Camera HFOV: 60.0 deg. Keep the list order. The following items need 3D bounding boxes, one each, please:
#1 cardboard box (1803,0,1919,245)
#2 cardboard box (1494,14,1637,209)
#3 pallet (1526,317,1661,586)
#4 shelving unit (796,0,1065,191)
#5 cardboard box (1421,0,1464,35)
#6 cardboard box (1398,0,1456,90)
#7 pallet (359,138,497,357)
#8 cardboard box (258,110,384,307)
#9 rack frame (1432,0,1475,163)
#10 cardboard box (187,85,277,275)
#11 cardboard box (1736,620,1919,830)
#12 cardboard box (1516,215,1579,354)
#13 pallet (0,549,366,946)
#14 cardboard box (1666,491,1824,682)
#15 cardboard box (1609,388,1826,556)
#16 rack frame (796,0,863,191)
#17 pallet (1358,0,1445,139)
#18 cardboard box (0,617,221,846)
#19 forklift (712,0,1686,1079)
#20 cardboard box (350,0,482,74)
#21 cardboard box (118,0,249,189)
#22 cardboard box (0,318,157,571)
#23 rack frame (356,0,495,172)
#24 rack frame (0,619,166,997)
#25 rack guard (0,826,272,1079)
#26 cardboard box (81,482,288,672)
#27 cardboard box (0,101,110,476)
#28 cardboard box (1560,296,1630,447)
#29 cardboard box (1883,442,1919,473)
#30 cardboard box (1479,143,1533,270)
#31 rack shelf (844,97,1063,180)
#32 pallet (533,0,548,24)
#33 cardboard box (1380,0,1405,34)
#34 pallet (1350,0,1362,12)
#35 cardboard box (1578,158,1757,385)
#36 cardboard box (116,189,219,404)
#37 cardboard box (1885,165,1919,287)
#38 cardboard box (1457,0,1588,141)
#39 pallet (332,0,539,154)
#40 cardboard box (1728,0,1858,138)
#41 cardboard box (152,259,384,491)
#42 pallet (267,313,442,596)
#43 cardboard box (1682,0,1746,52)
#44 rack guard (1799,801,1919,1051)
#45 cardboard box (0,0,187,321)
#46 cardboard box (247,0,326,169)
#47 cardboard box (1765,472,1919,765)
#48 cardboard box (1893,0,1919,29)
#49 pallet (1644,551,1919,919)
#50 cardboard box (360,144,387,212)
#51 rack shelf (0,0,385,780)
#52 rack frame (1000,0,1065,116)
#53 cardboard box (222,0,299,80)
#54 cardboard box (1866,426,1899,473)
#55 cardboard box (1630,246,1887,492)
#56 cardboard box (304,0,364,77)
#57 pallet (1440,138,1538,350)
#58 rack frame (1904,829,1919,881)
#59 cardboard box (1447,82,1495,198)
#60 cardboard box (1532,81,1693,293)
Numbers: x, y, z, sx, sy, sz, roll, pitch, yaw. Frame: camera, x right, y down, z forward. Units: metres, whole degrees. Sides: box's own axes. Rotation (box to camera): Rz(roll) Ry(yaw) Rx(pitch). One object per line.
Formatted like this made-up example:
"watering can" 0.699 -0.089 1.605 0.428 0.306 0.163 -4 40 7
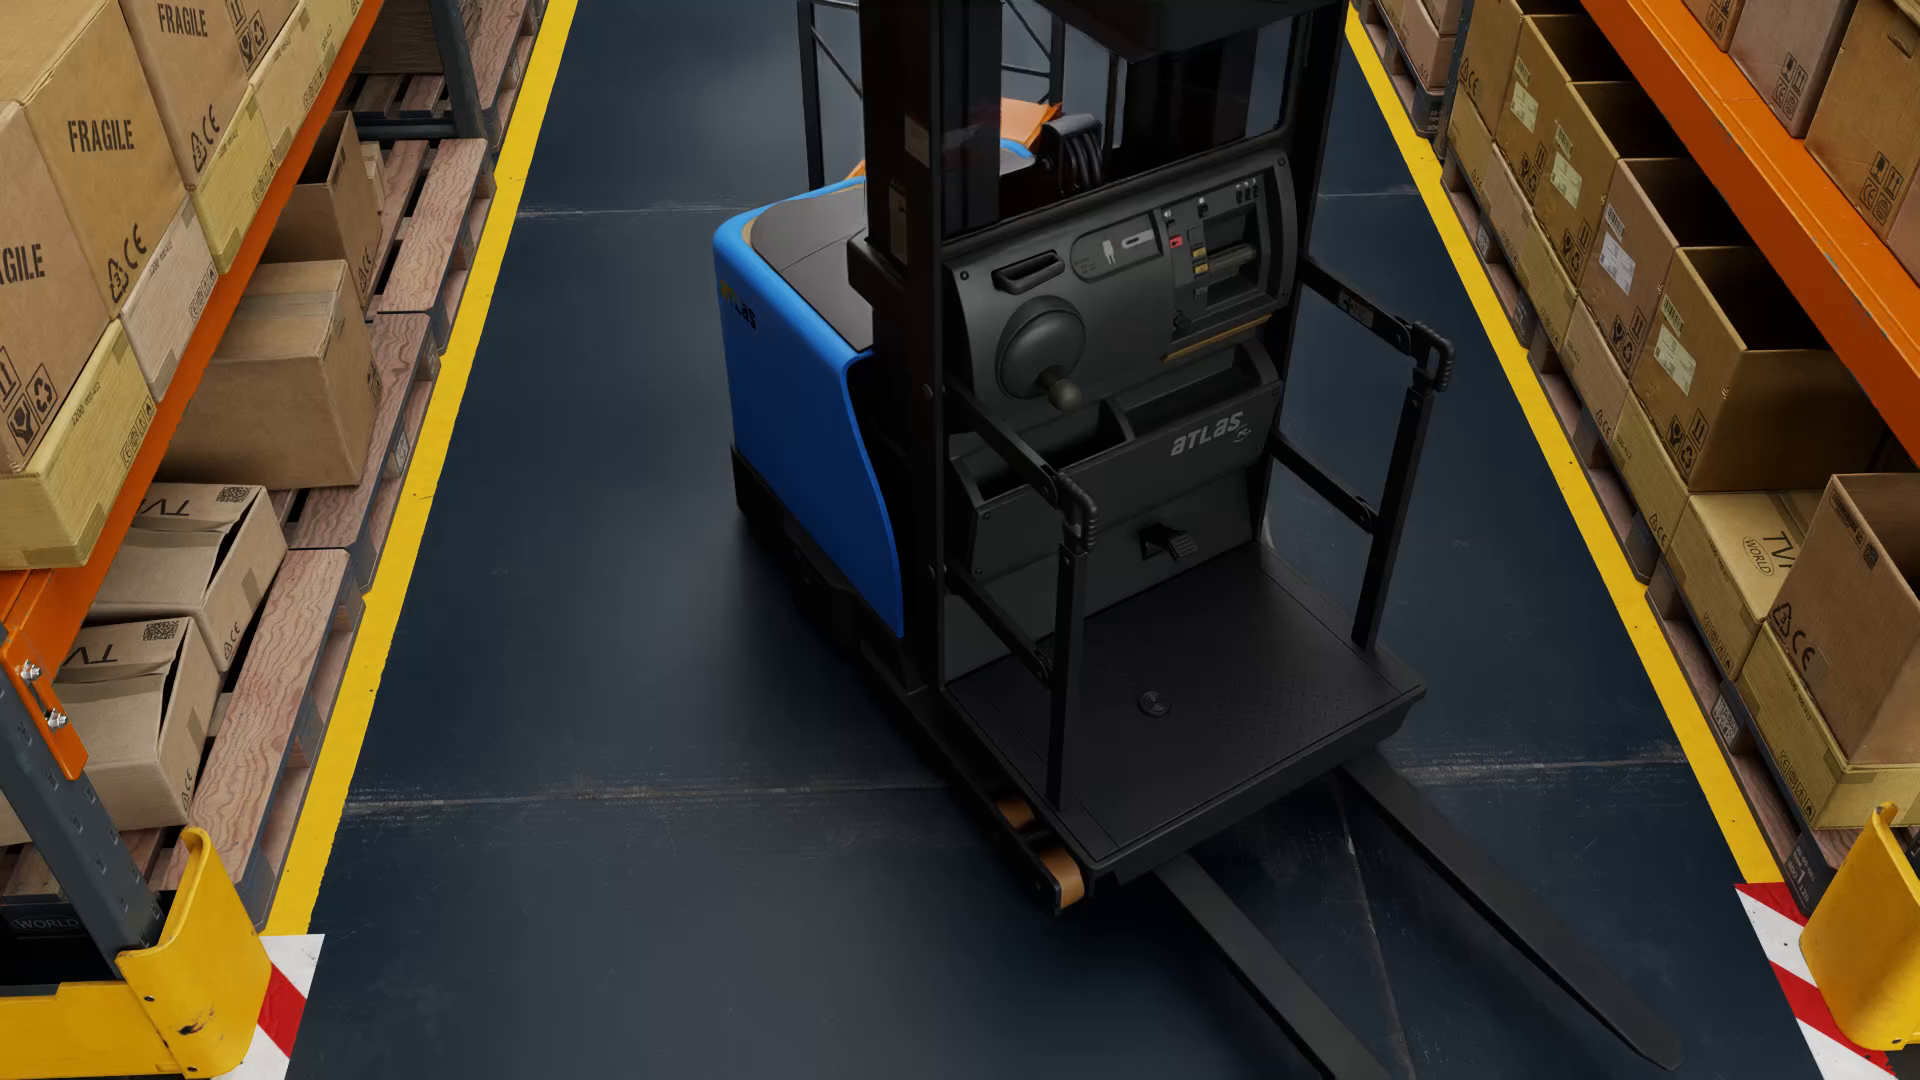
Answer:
"cardboard box" 2.629 -1.088 4.143 0.700 0.500 0.500 -1 43 -2
"cardboard box" 2.245 -1.505 5.841 0.500 0.500 0.500 -2 43 -2
"pallet" 2.556 -0.355 5.481 1.003 0.211 1.213 -2 43 -2
"shelving unit" -0.056 -1.400 5.668 0.587 1.500 1.083 15 45 16
"cardboard box" 2.205 -2.360 6.914 0.500 0.311 0.500 -2 43 -2
"cardboard box" 2.202 -2.159 7.110 0.500 0.250 0.500 -2 43 -2
"pallet" -2.376 -1.122 6.317 1.003 0.211 1.213 -2 43 -2
"cardboard box" -2.356 -1.143 5.802 0.500 0.500 0.500 -5 43 -5
"rack frame" 2.509 -2.747 6.027 1.000 3.000 0.127 -2 43 -2
"cardboard box" -2.026 -0.886 4.093 0.500 0.250 0.500 -2 43 -2
"cardboard box" 2.361 0.459 4.253 0.500 0.250 0.500 -2 43 -2
"cardboard box" 2.258 -0.891 5.726 0.500 0.250 0.500 -2 43 -2
"pallet" -2.273 0.526 4.520 1.003 0.211 1.213 -2 43 -2
"cardboard box" 2.328 0.122 4.621 0.500 0.250 0.500 -2 43 -2
"cardboard box" 2.305 -0.216 4.989 0.500 0.250 0.500 -2 43 -2
"rack frame" -0.249 -1.076 5.314 0.500 1.500 0.032 15 45 16
"pallet" 2.439 -2.215 7.510 1.003 0.211 1.213 -2 43 -2
"cardboard box" -2.210 0.458 4.195 0.500 0.311 0.500 -6 43 -7
"forklift" 0.510 -0.512 3.639 1.130 2.935 3.031 -23 47 -23
"cardboard box" -2.488 -2.339 7.106 0.700 0.500 0.500 0 43 0
"cardboard box" -2.017 -1.144 3.819 0.500 0.500 0.500 -3 43 -3
"cardboard box" -1.974 -0.192 3.336 0.500 0.250 0.500 -3 43 -3
"rack frame" -2.440 -2.602 5.869 1.000 3.000 0.127 -2 43 -2
"rack frame" -2.270 0.098 2.923 1.000 3.000 0.127 -2 43 -2
"rack guard" -2.273 0.969 3.823 1.175 0.500 0.348 -2 43 -2
"cardboard box" -2.234 0.073 4.615 0.500 0.311 0.500 2 43 2
"cardboard box" -1.990 -0.461 3.074 0.500 0.500 0.500 -2 43 -2
"cardboard box" 2.285 -0.553 5.358 0.500 0.250 0.500 -2 43 -2
"cardboard box" 2.855 -0.170 4.384 0.500 0.500 0.500 -2 43 -2
"cardboard box" 2.242 -1.228 6.094 0.500 0.250 0.500 -2 43 -2
"rack shelf" -0.060 -1.262 5.783 0.538 0.185 1.000 15 45 16
"pallet" -2.529 -2.925 8.285 1.003 0.211 1.213 -2 43 -2
"cardboard box" 2.182 -2.501 7.483 0.500 0.250 0.500 -2 43 -2
"pallet" 2.384 -3.041 8.411 1.003 0.211 1.213 -2 43 -2
"cardboard box" 2.282 -0.830 5.104 0.500 0.500 0.500 -2 43 -2
"cardboard box" -2.010 -0.542 3.718 0.500 0.250 0.500 -3 43 -3
"cardboard box" 2.645 -0.753 3.778 0.700 0.500 0.500 -1 43 -1
"cardboard box" 2.216 -1.842 6.209 0.500 0.500 0.500 -2 43 -2
"pallet" -2.475 -2.100 7.384 1.003 0.211 1.213 -2 43 -2
"cardboard box" 2.603 -1.444 4.531 0.700 0.500 0.500 0 43 -1
"cardboard box" -2.215 -0.493 5.093 0.700 0.500 0.500 -4 43 -4
"pallet" -2.321 -0.296 5.417 1.003 0.211 1.213 -2 43 -2
"cardboard box" 2.580 -1.789 4.908 0.700 0.500 0.500 -1 43 -1
"rack guard" 2.680 0.891 3.907 1.175 0.500 0.348 -2 43 -2
"cardboard box" -2.001 -0.795 3.439 0.500 0.500 0.500 -2 43 -2
"cardboard box" -2.045 -1.228 4.466 0.500 0.250 0.500 -1 43 -1
"cardboard box" 2.359 0.183 4.000 0.500 0.500 0.500 -2 43 -2
"cardboard box" 2.429 -1.271 3.863 0.380 0.149 0.250 0 43 0
"pallet" 2.605 0.467 4.585 1.003 0.211 1.213 -2 43 -2
"cardboard box" -2.387 -1.359 6.284 0.380 0.166 0.250 -7 43 -7
"rack shelf" -2.355 -0.987 4.639 1.077 0.370 4.000 -2 43 -2
"rack frame" 0.129 -1.714 6.010 0.500 1.500 0.032 15 45 16
"cardboard box" -2.051 -1.492 4.199 0.500 0.500 0.500 0 43 0
"cardboard box" 2.821 -0.507 4.752 0.500 0.500 0.500 -2 43 -2
"cardboard box" 2.302 -0.492 4.736 0.500 0.500 0.500 -2 43 -2
"cardboard box" -2.067 -1.567 4.836 0.500 0.250 0.500 -2 43 -2
"pallet" 2.501 -1.181 6.382 1.003 0.211 1.213 -2 43 -2
"rack frame" 2.679 -0.046 3.080 1.000 3.000 0.127 -2 43 -2
"cardboard box" 2.226 -1.566 6.463 0.500 0.250 0.500 -2 43 -2
"cardboard box" 2.258 -1.167 5.472 0.500 0.500 0.500 -2 43 -2
